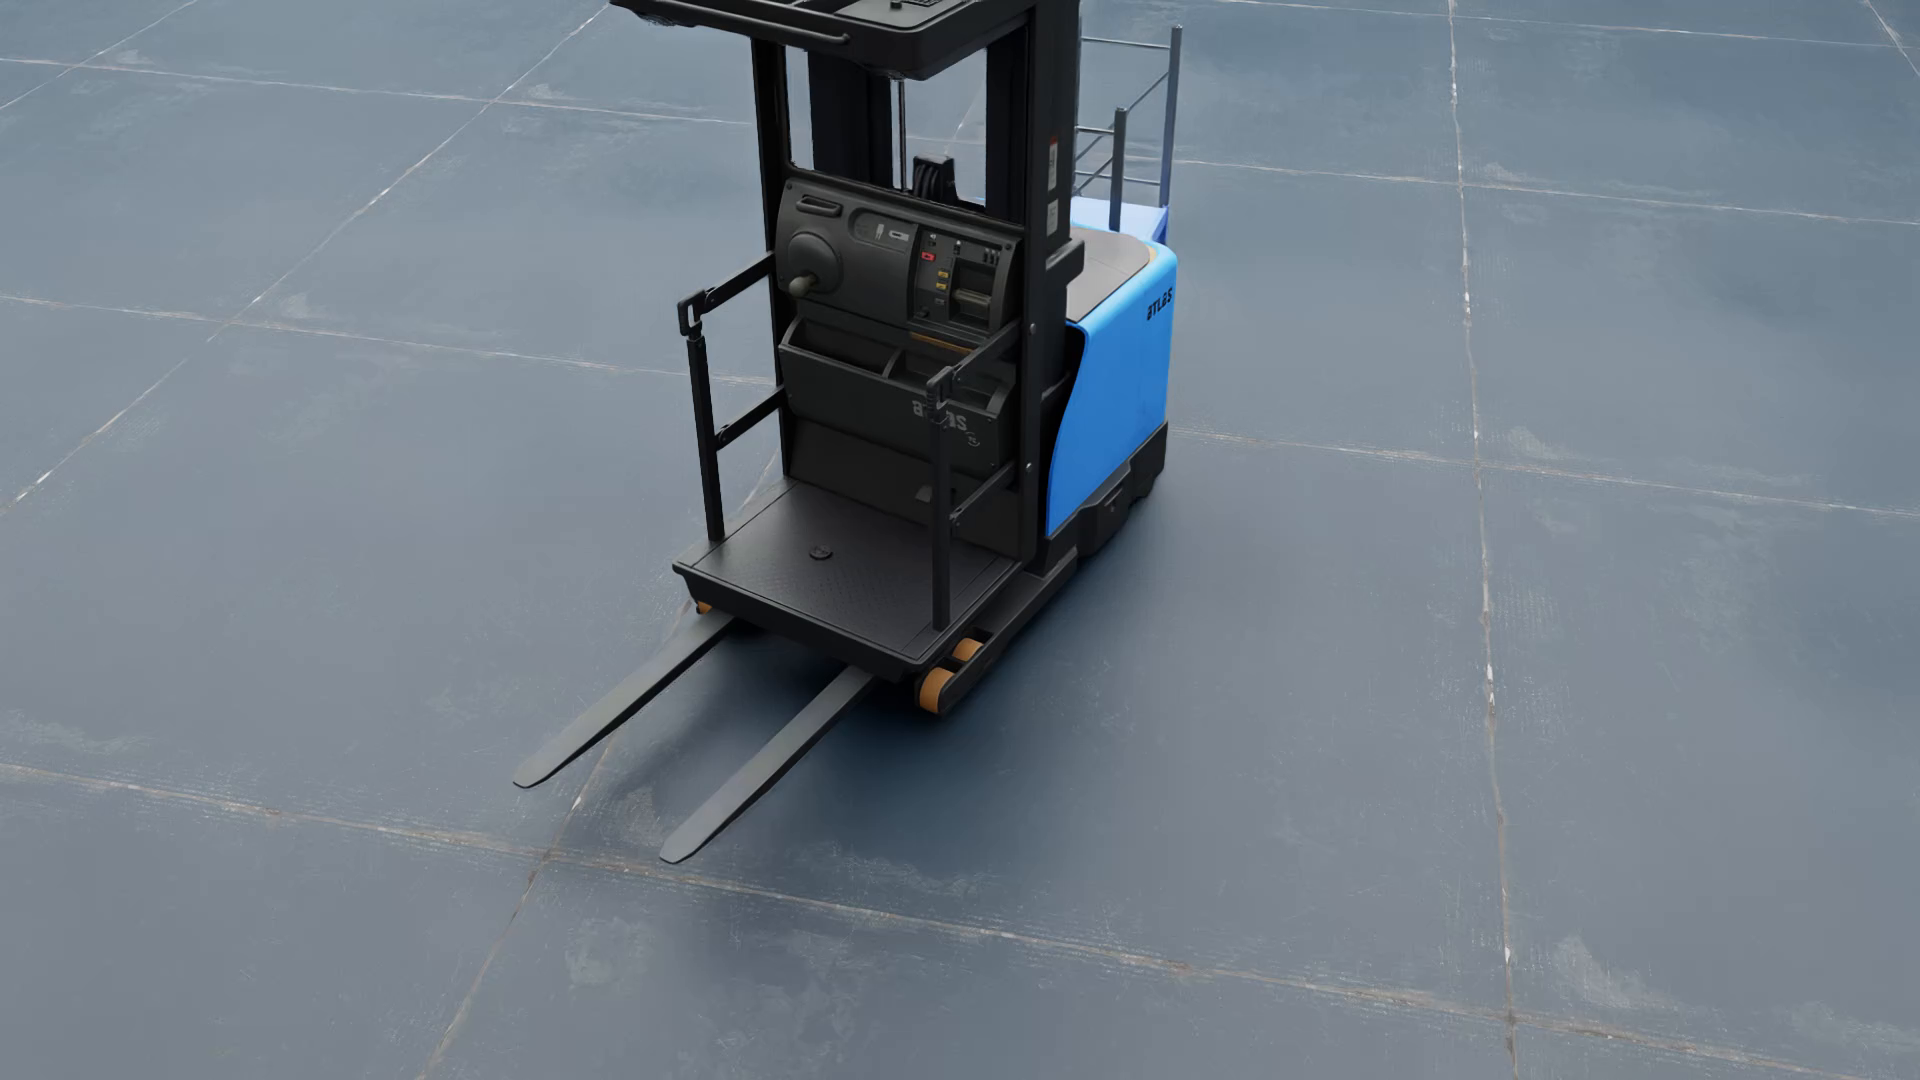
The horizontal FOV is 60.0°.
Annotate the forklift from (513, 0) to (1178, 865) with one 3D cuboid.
[{"bbox_3d":[-0.341,-0.882,5.470,1.130,2.935,3.031,20,41,26],"label":"forklift"}]

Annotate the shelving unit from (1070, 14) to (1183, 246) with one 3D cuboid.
[{"bbox_3d":[0.578,-1.412,7.420,0.538,1.500,1.048,11,37,15],"label":"shelving unit"}]

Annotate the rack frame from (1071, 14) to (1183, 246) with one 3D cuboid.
[{"bbox_3d":[0.740,-1.695,7.811,0.500,1.500,0.032,11,37,15],"label":"rack frame"}]

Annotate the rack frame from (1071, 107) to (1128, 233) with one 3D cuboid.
[{"bbox_3d":[0.417,-1.129,7.030,0.500,1.500,0.032,11,37,15],"label":"rack frame"}]

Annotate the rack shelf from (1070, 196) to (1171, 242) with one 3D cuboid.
[{"bbox_3d":[0.578,-1.266,7.526,0.538,0.185,1.000,11,37,15],"label":"rack shelf"}]
